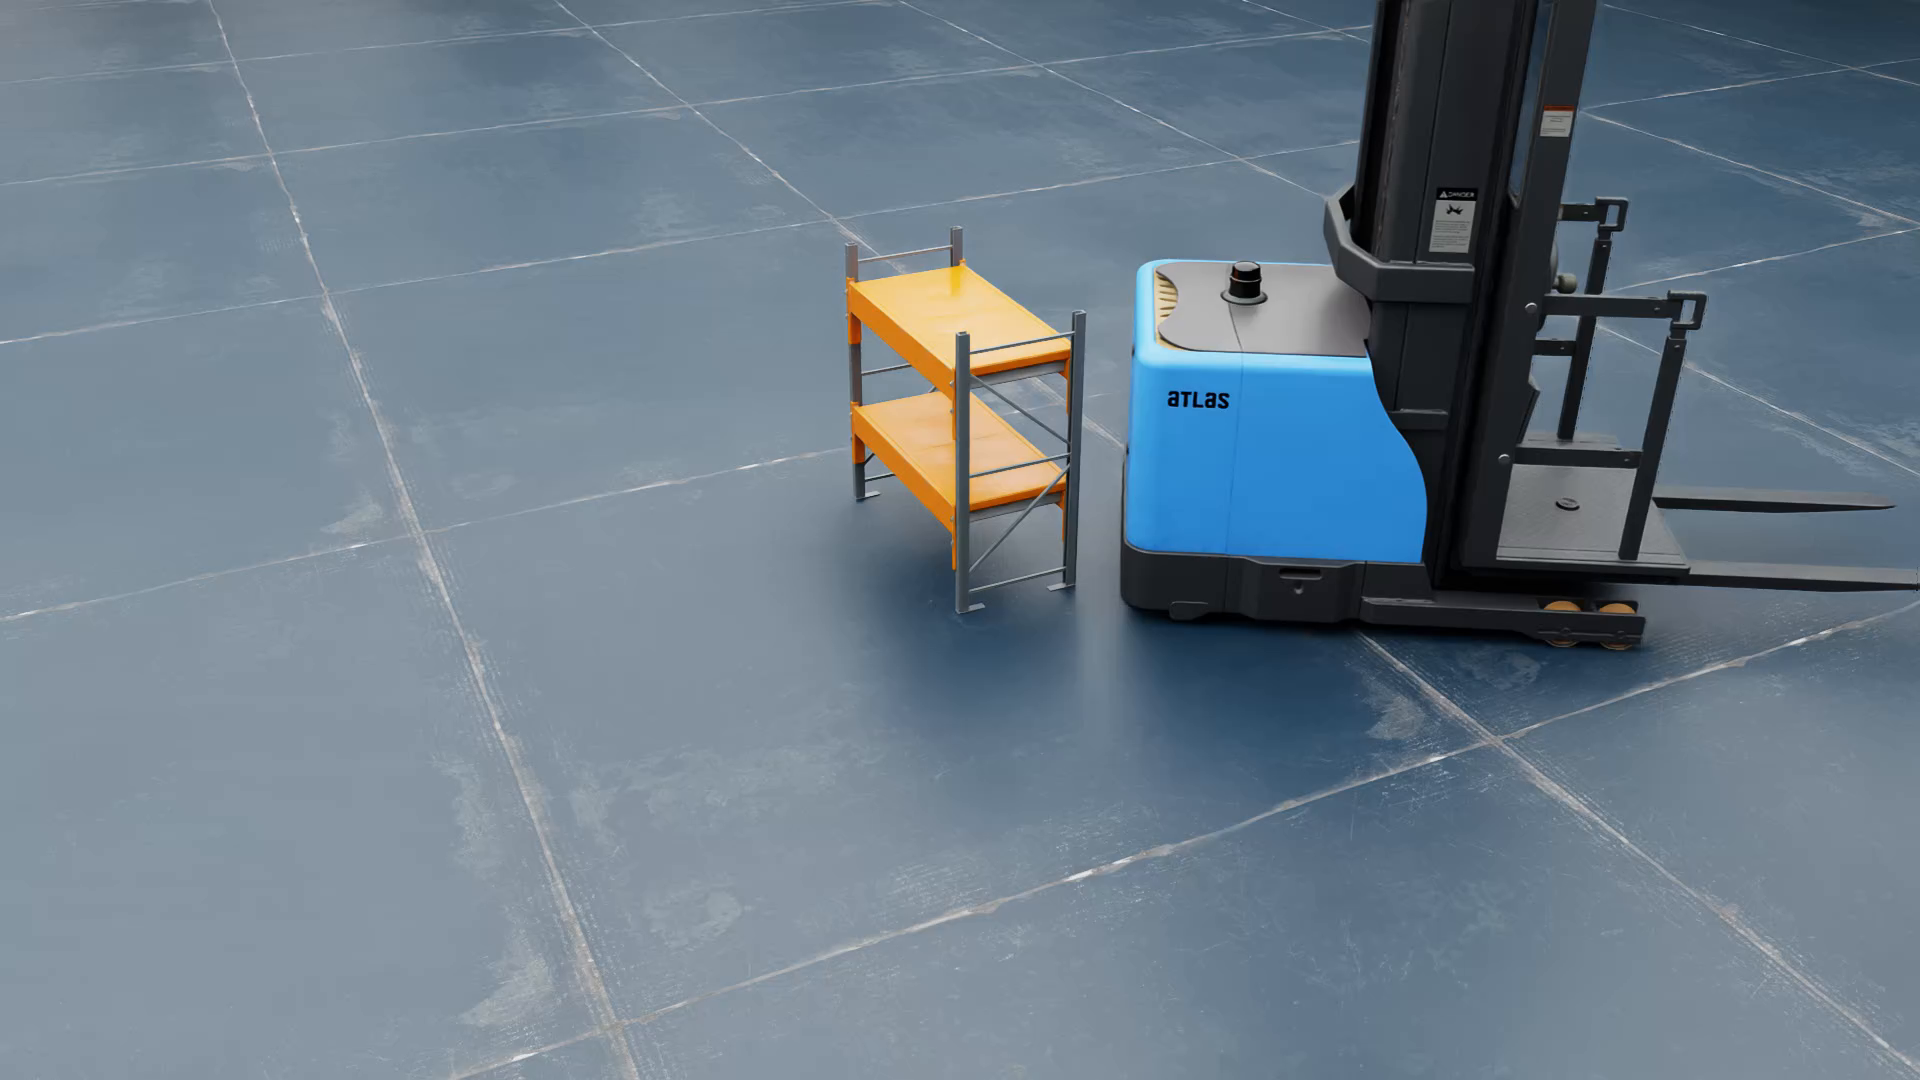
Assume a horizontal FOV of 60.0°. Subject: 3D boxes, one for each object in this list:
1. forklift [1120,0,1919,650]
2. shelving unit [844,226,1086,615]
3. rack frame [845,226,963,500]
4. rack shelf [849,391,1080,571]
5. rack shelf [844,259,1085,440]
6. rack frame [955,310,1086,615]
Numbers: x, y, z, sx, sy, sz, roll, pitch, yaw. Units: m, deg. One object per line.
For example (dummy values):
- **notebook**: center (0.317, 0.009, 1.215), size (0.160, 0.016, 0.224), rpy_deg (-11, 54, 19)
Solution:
- **forklift**: center (2.149, -1.152, 5.808), size (3.031, 2.935, 1.130), rpy_deg (3, 29, 5)
- **shelving unit**: center (-0.003, -0.494, 6.480), size (0.538, 1.125, 1.048), rpy_deg (-13, 32, -22)
- **rack frame**: center (-0.221, -0.718, 6.881), size (0.500, 1.125, 0.032), rpy_deg (-13, 32, -22)
- **rack shelf**: center (-0.003, -0.280, 6.600), size (0.538, 0.278, 1.000), rpy_deg (-13, 32, -22)
- **rack shelf**: center (-0.003, -0.749, 6.337), size (0.538, 0.278, 1.000), rpy_deg (-13, 32, -22)
- **rack frame**: center (0.215, -0.269, 6.080), size (0.500, 1.125, 0.032), rpy_deg (-13, 32, -22)
